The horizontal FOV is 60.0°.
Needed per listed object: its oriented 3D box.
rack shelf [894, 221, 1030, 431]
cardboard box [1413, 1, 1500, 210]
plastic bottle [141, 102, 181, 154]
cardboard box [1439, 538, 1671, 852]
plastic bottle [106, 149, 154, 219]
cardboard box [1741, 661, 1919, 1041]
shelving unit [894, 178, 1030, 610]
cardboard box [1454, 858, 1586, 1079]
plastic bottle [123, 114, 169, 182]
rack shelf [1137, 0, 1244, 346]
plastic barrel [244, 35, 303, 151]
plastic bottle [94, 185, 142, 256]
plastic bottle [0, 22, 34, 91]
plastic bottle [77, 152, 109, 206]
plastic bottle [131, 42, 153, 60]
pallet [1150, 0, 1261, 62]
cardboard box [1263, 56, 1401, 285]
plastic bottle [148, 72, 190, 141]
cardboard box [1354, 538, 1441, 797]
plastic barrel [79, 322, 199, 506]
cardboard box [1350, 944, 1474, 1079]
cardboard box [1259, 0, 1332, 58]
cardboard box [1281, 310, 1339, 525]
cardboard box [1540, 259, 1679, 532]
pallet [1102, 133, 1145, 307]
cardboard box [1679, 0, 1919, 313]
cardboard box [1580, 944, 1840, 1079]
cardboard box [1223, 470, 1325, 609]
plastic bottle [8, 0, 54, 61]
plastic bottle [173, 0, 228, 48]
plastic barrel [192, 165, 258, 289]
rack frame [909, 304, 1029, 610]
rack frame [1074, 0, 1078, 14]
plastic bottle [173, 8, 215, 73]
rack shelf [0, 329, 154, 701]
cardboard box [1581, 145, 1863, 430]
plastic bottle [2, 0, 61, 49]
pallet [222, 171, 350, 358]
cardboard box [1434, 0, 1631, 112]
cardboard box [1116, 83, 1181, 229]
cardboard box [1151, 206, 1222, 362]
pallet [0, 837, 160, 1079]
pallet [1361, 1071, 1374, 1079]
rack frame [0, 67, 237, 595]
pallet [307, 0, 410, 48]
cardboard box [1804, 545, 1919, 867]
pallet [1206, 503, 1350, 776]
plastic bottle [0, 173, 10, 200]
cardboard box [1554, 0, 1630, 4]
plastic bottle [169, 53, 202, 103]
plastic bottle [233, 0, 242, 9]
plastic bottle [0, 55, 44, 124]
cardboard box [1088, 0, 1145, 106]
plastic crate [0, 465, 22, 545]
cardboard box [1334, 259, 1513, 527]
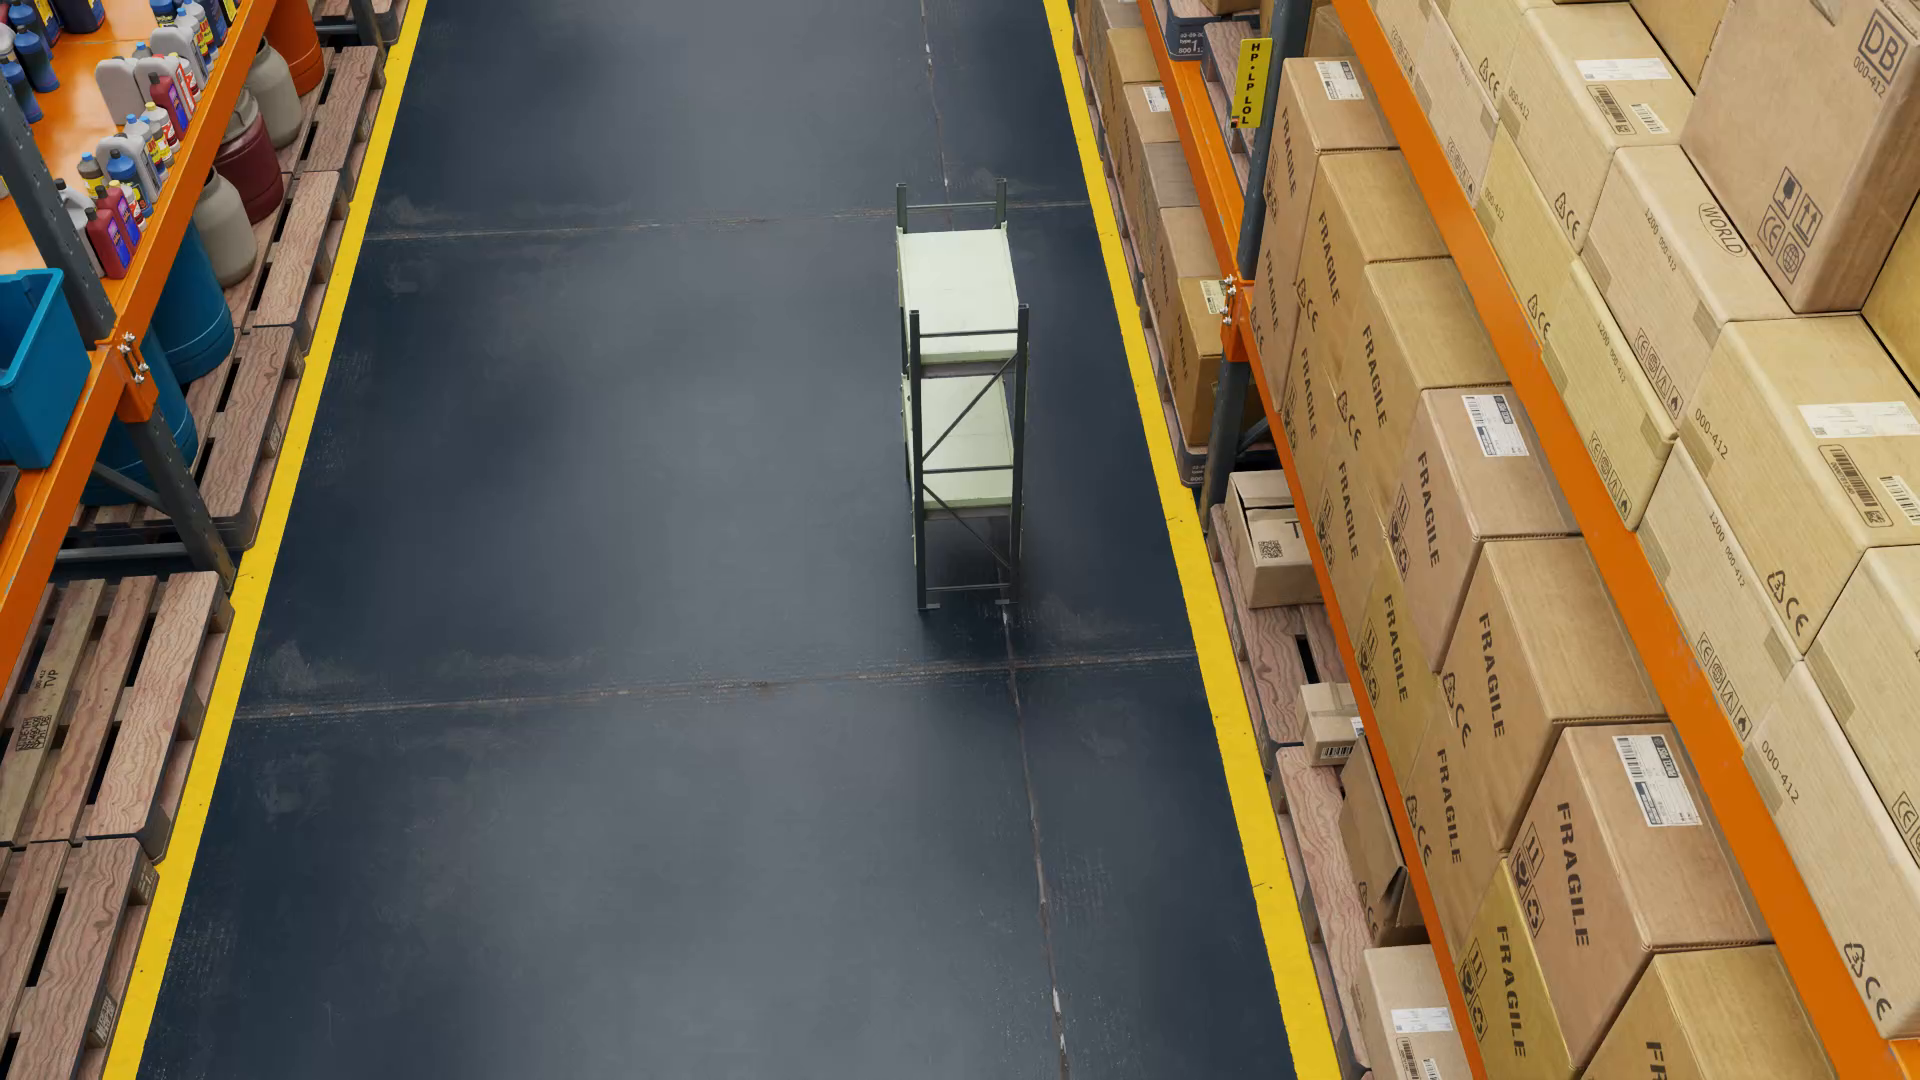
[{"bbox_3d":[-0.001,-0.789,6.063,0.431,0.370,0.720,-3,47,-3],"label":"rack shelf"},{"bbox_3d":[1.375,-1.016,3.820,0.500,0.250,0.500,-3,47,-3],"label":"cardboard box"},{"bbox_3d":[-3.122,-1.610,6.482,0.097,0.201,0.097,0,47,0],"label":"plastic bottle"},{"bbox_3d":[1.435,0.343,3.738,0.500,0.500,0.500,-2,47,-2],"label":"cardboard box"},{"bbox_3d":[-3.086,-1.325,6.164,0.097,0.271,0.097,0,47,0],"label":"plastic bottle"},{"bbox_3d":[1.532,0.431,2.449,0.500,0.250,0.500,-3,47,-3],"label":"cardboard box"},{"bbox_3d":[-0.001,-0.521,6.347,0.431,1.500,0.755,-3,47,-3],"label":"shelving unit"},{"bbox_3d":[1.482,1.050,3.757,0.500,0.500,0.500,-3,47,-3],"label":"cardboard box"},{"bbox_3d":[-3.105,-1.493,6.323,0.097,0.271,0.097,0,47,0],"label":"plastic bottle"},{"bbox_3d":[1.336,-2.327,7.520,1.077,0.370,4.000,-3,47,-3],"label":"rack shelf"},{"bbox_3d":[-3.574,-2.256,8.381,0.421,0.512,0.421,0,47,0],"label":"plastic barrel"},{"bbox_3d":[-3.050,-1.176,6.015,0.061,0.283,0.133,-3,47,-3],"label":"plastic bottle"},{"bbox_3d":[-3.892,-1.946,6.749,0.152,0.276,0.135,-3,47,-3],"label":"plastic bottle"},{"bbox_3d":[-3.246,-1.362,6.248,0.097,0.201,0.097,0,47,0],"label":"plastic bottle"},{"bbox_3d":[-3.312,-1.935,6.790,0.097,0.201,0.097,0,47,0],"label":"plastic bottle"},{"bbox_3d":[1.336,-2.548,7.366,1.003,0.211,1.213,-3,47,-3],"label":"pallet"},{"bbox_3d":[1.262,-1.147,5.150,0.500,0.500,0.500,-2,47,-2],"label":"cardboard box"},{"bbox_3d":[-3.113,-1.722,6.532,0.061,0.283,0.133,-3,47,-3],"label":"plastic bottle"},{"bbox_3d":[1.404,0.324,4.445,0.500,0.500,0.500,-4,47,-4],"label":"cardboard box"},{"bbox_3d":[-3.462,-0.646,6.589,0.600,0.901,0.708,-3,47,-3],"label":"plastic barrel"},{"bbox_3d":[1.497,1.494,4.997,0.500,0.250,0.500,-3,47,-3],"label":"cardboard box"},{"bbox_3d":[1.566,-2.156,6.504,0.700,0.500,0.500,3,47,3],"label":"cardboard box"},{"bbox_3d":[1.320,-0.406,5.136,0.500,0.500,0.500,-3,47,-3],"label":"cardboard box"},{"bbox_3d":[1.446,-0.292,3.134,0.500,0.250,0.500,-3,47,-3],"label":"cardboard box"},{"bbox_3d":[1.292,-1.639,8.294,1.003,0.211,1.213,-3,47,-3],"label":"pallet"},{"bbox_3d":[1.673,-0.736,2.694,0.700,0.500,0.500,-3,47,-3],"label":"cardboard box"},{"bbox_3d":[1.527,1.083,3.037,0.500,0.500,0.500,-4,47,-4],"label":"cardboard box"},{"bbox_3d":[1.323,-0.037,6.404,0.500,0.311,0.500,-3,47,-3],"label":"cardboard box"},{"bbox_3d":[-3.879,-2.127,6.923,0.097,0.271,0.097,0,47,0],"label":"plastic bottle"},{"bbox_3d":[-3.215,-2.264,6.999,0.144,0.351,0.185,-3,47,-3],"label":"plastic bottle"},{"bbox_3d":[-3.479,-1.439,7.607,0.421,0.512,0.421,0,47,0],"label":"plastic barrel"},{"bbox_3d":[0.030,-0.256,6.096,0.400,1.500,0.023,-3,47,-3],"label":"rack frame"},{"bbox_3d":[1.168,-4.021,8.629,1.000,3.000,0.127,-3,47,-3],"label":"rack frame"},{"bbox_3d":[-3.172,-2.066,6.866,0.097,0.271,0.097,0,47,0],"label":"plastic bottle"},{"bbox_3d":[-3.266,0.866,4.496,1.077,0.370,4.000,-3,47,-3],"label":"rack shelf"},{"bbox_3d":[1.461,-0.465,2.954,0.500,0.250,0.500,-3,47,-3],"label":"cardboard box"},{"bbox_3d":[-3.928,-2.254,6.989,0.144,0.351,0.185,-3,47,-3],"label":"plastic bottle"},{"bbox_3d":[-3.562,-1.315,7.987,1.003,0.211,1.213,-3,47,-3],"label":"pallet"},{"bbox_3d":[1.370,-1.188,3.639,0.500,0.250,0.500,-3,47,-3],"label":"cardboard box"},{"bbox_3d":[1.057,-1.847,7.989,0.500,0.500,0.500,-5,47,-5],"label":"cardboard box"},{"bbox_3d":[1.143,-1.117,7.297,0.500,0.500,0.500,-3,47,-3],"label":"cardboard box"},{"bbox_3d":[-3.228,1.544,5.278,1.003,0.211,1.213,-3,47,-3],"label":"pallet"},{"bbox_3d":[1.764,2.094,4.758,1.003,0.211,1.213,-3,47,-3],"label":"pallet"},{"bbox_3d":[-3.433,-0.829,5.605,1.000,3.000,0.127,-3,47,-3],"label":"rack frame"},{"bbox_3d":[-3.794,-3.327,9.892,1.003,0.211,1.213,-3,47,-3],"label":"pallet"},{"bbox_3d":[1.541,0.259,2.268,0.500,0.250,0.500,-3,47,-3],"label":"cardboard box"},{"bbox_3d":[1.560,0.329,6.430,1.003,0.211,1.213,-3,47,-3],"label":"pallet"},{"bbox_3d":[-3.693,-1.466,6.243,0.144,0.351,0.185,-3,47,-3],"label":"plastic bottle"},{"bbox_3d":[1.530,-1.456,3.376,0.700,0.500,0.500,-3,47,-3],"label":"cardboard box"},{"bbox_3d":[-3.152,-1.874,6.732,0.097,0.201,0.097,0,47,0],"label":"plastic bottle"},{"bbox_3d":[-3.242,-2.495,7.217,0.144,0.351,0.185,-3,47,-3],"label":"plastic bottle"},{"bbox_3d":[-3.750,-1.798,6.612,0.097,0.271,0.097,0,47,0],"label":"plastic bottle"},{"bbox_3d":[0.971,-2.588,8.690,0.500,0.500,0.500,-5,47,-5],"label":"cardboard box"},{"bbox_3d":[-3.072,0.039,4.932,0.437,0.125,0.590,-3,47,-3],"label":"plastic crate"},{"bbox_3d":[1.348,-0.402,4.444,0.500,0.500,0.500,-5,47,-4],"label":"cardboard box"}]
